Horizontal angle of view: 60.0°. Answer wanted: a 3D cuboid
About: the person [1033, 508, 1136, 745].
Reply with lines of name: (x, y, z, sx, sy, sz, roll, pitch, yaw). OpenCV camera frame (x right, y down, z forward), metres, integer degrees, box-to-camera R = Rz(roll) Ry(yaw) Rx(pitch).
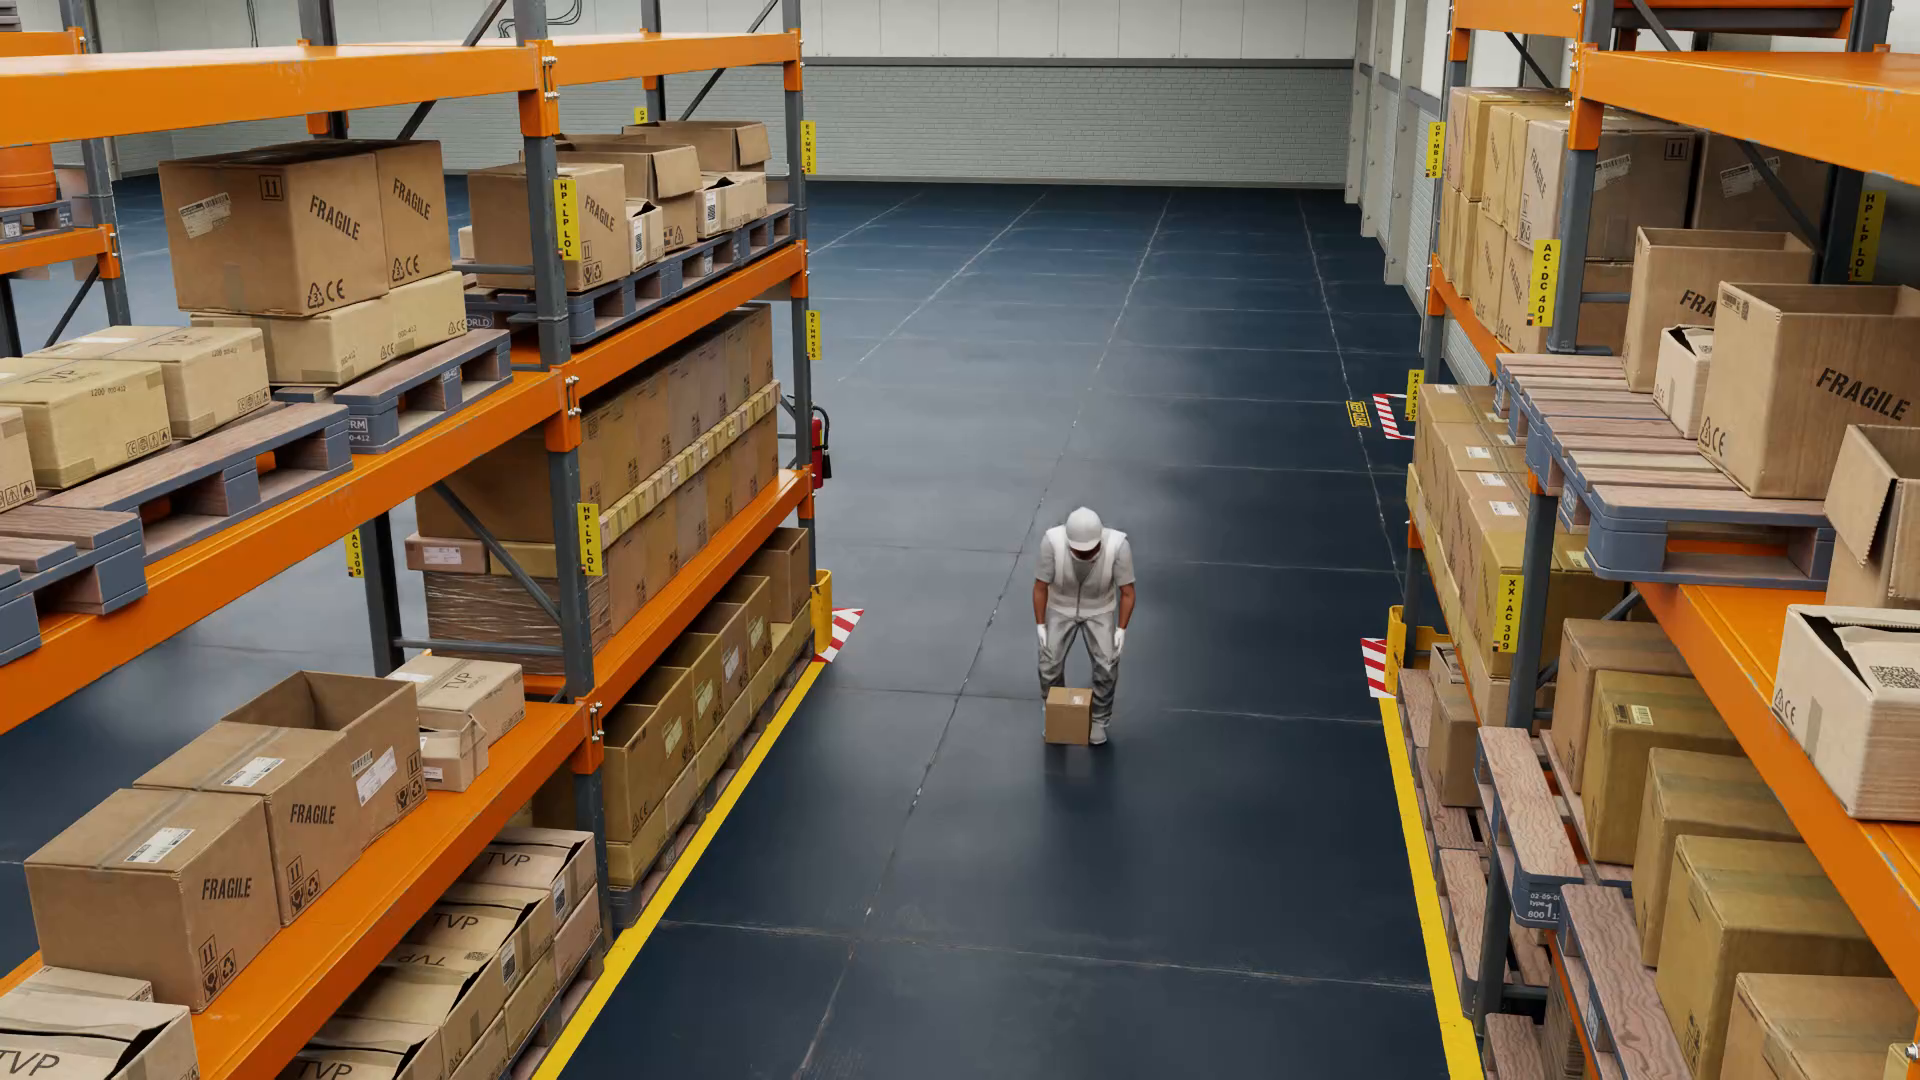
person: (0.745, 0.477, 9.951, 0.606, 1.526, 0.696, 3, 18, 9)
